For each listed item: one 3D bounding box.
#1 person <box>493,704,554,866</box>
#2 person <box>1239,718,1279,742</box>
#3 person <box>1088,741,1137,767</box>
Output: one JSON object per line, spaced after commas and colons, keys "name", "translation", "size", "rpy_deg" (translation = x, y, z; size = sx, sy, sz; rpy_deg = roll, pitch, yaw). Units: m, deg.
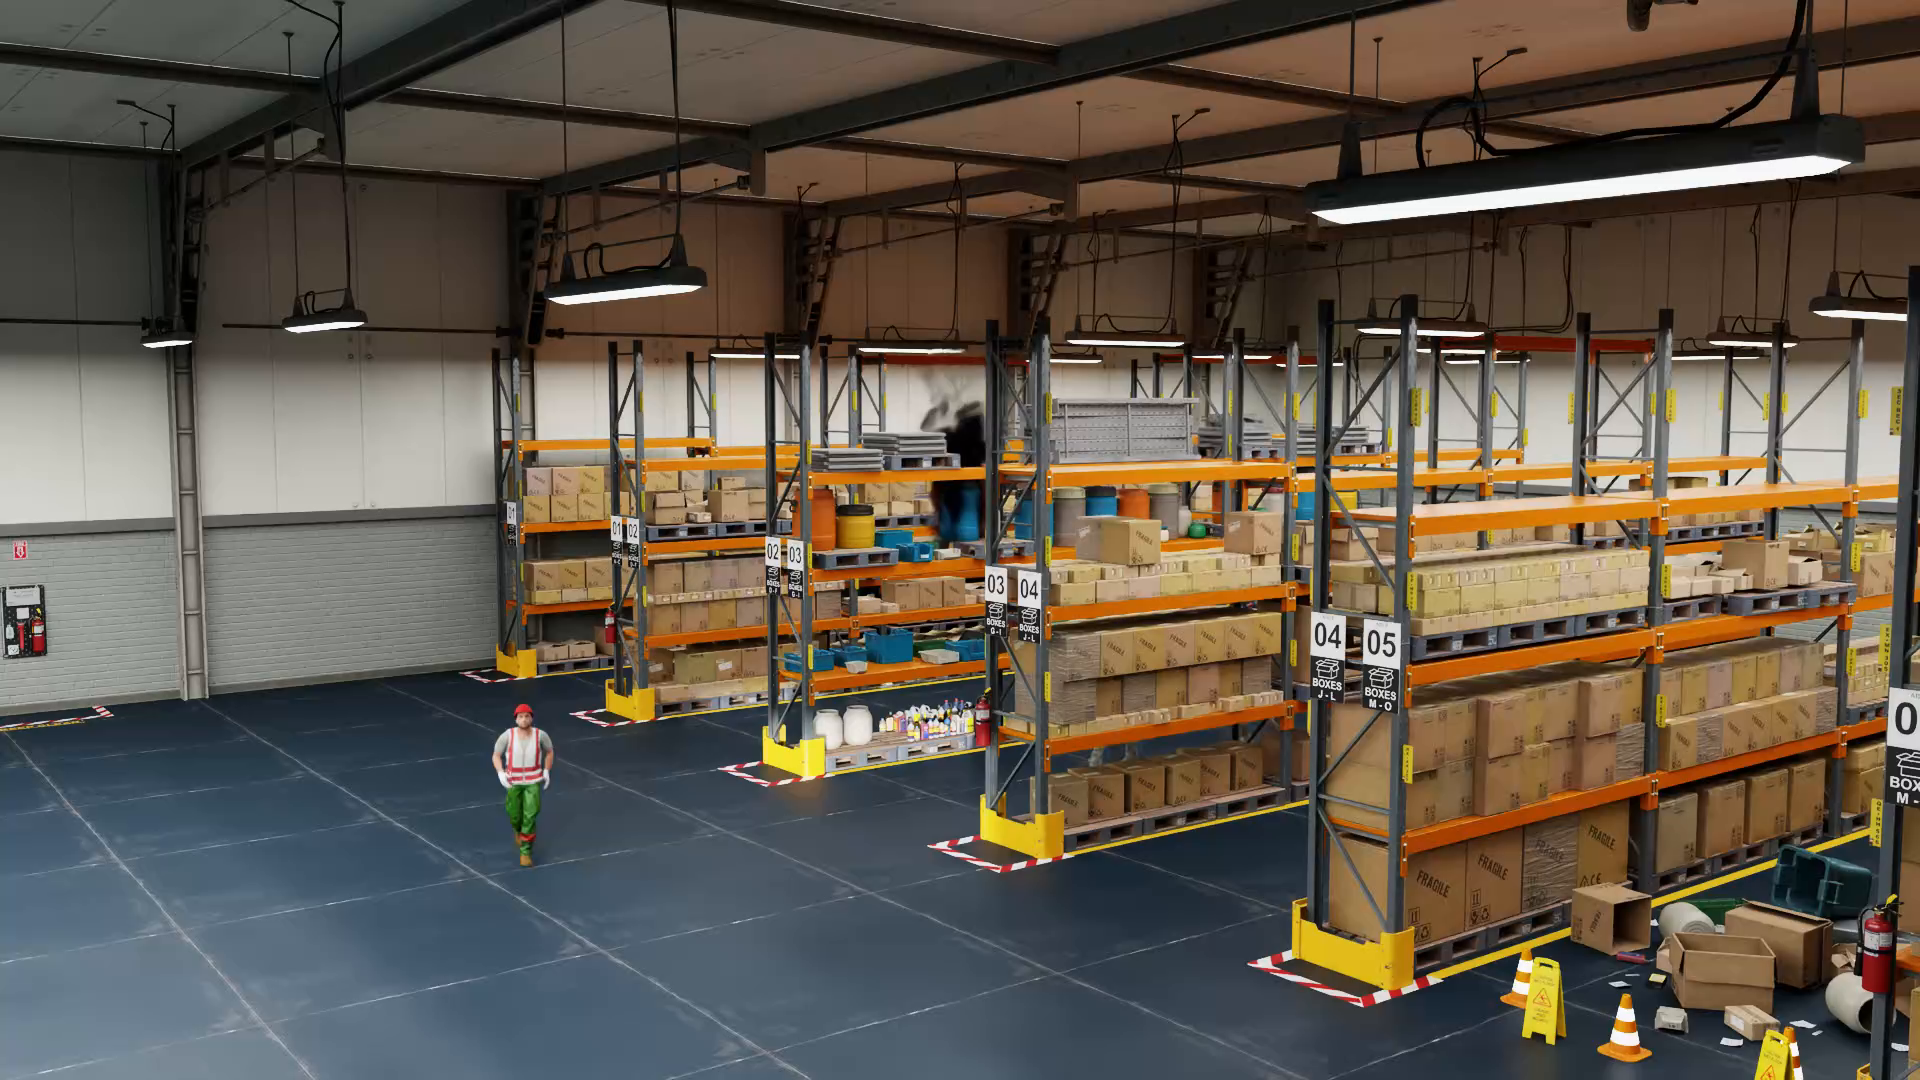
{"name": "person", "translation": [-4.829, 2.680, 18.429], "size": [0.664, 1.756, 0.707], "rpy_deg": [-1, 5, -14]}
{"name": "person", "translation": [4.227, 2.190, 23.488], "size": [0.980, 1.749, 0.626], "rpy_deg": [-5, 7, -42]}
{"name": "person", "translation": [1.956, 2.109, 21.581], "size": [0.875, 1.863, 0.599], "rpy_deg": [-5, 7, -43]}
